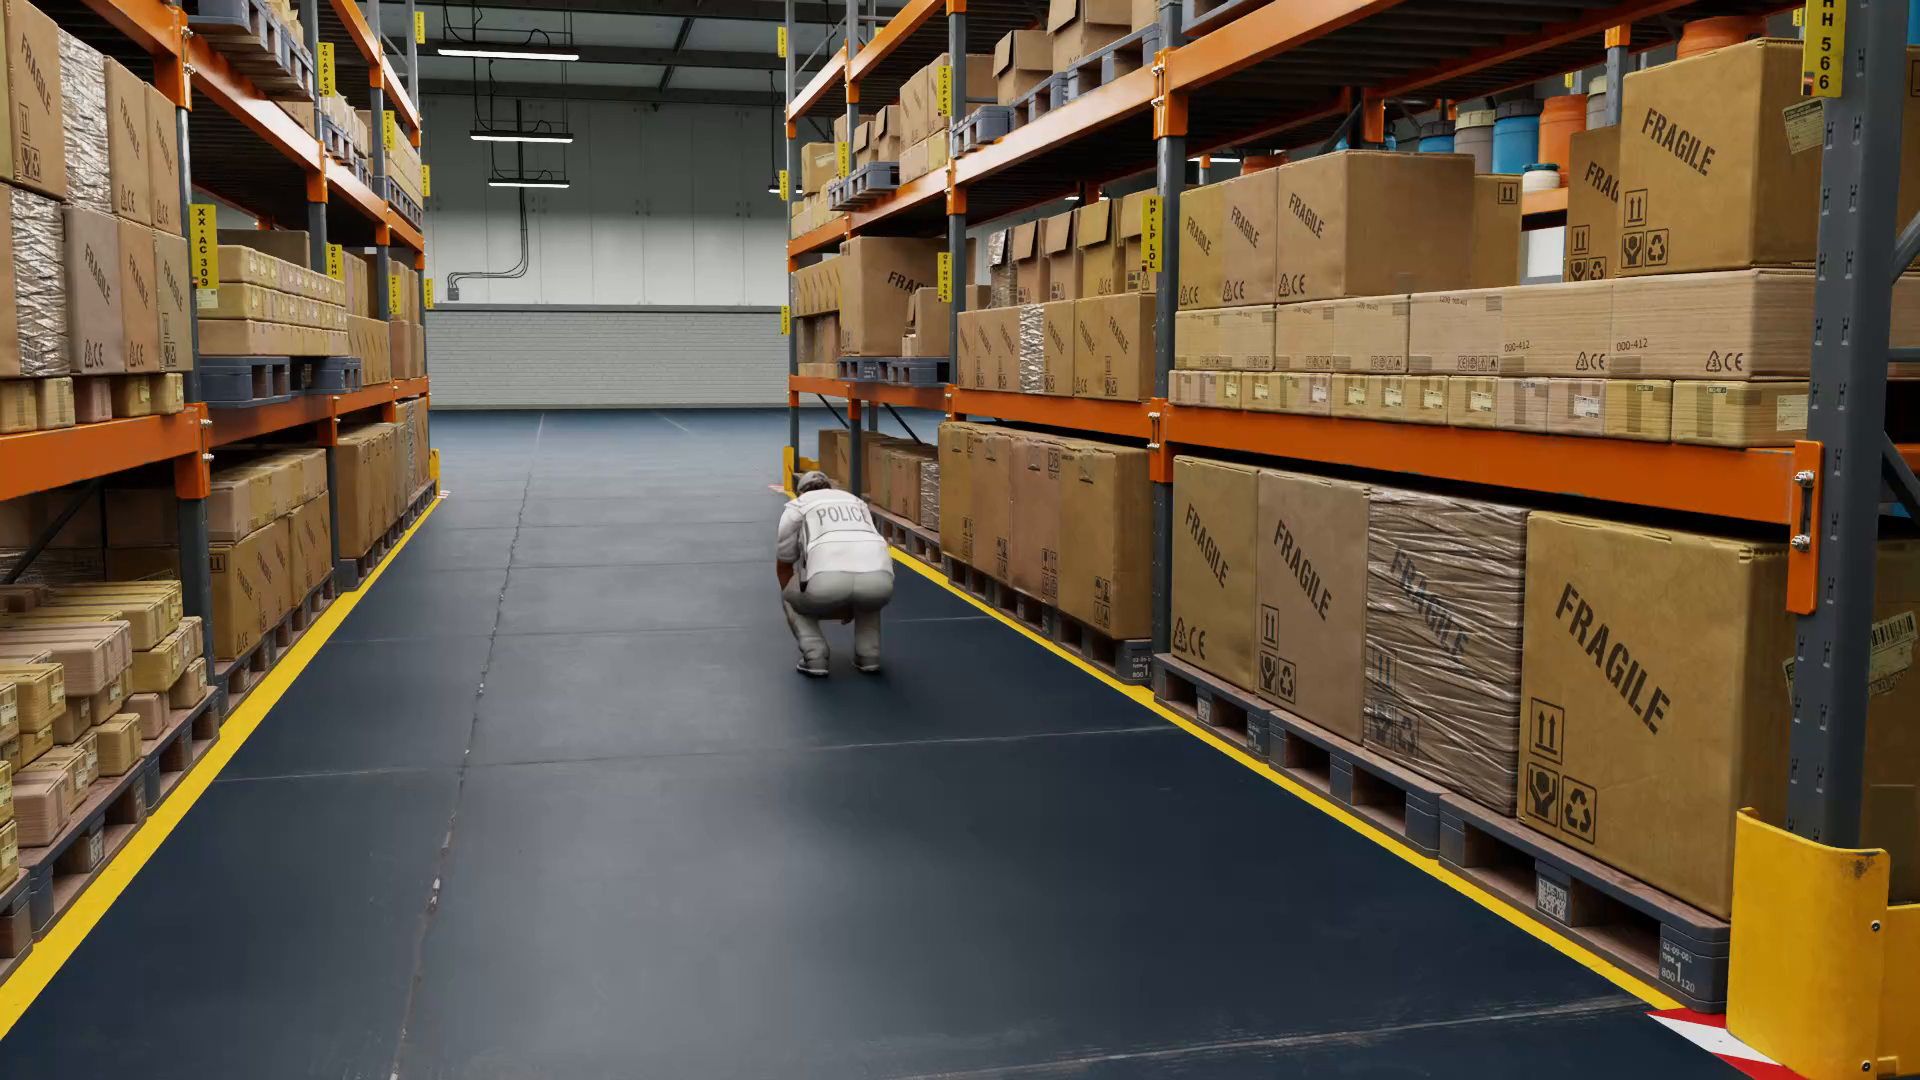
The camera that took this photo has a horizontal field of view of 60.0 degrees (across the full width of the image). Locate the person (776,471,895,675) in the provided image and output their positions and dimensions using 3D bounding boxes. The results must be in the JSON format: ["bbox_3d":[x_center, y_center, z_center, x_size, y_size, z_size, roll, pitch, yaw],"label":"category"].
[{"bbox_3d":[-0.612,0.158,8.062,0.518,0.950,0.852,-2,6,-14],"label":"person"}]
